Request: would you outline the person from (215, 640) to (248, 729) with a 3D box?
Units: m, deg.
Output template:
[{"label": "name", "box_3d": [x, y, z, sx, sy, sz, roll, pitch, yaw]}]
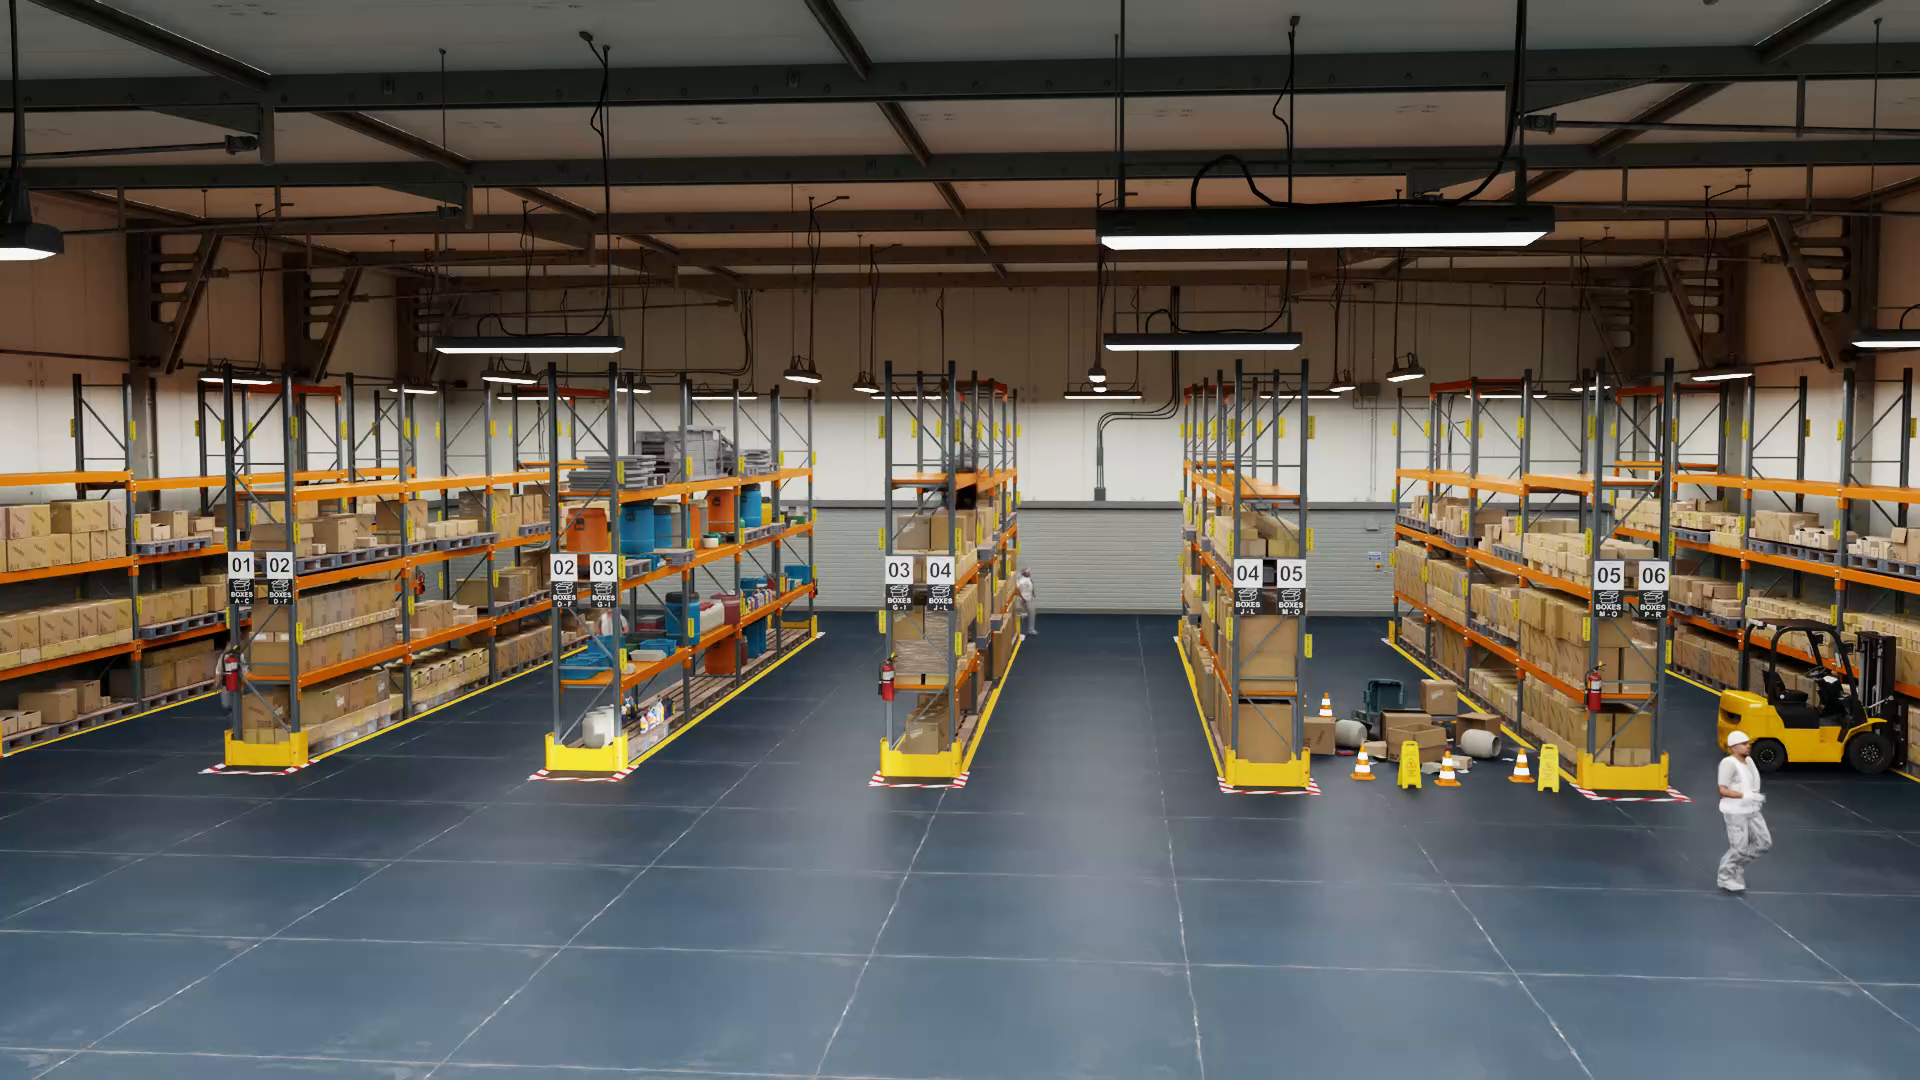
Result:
[{"label": "person", "box_3d": [-12.085, 2.425, 27.589, 0.522, 1.550, 0.577, -1, 4, -13]}]

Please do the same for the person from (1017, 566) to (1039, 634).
[{"label": "person", "box_3d": [1.613, 1.485, 41.119, 0.688, 1.680, 0.610, 1, 4, 21]}]

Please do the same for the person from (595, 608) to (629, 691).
[{"label": "person", "box_3d": [-6.739, 2.017, 32.142, 0.663, 1.748, 0.780, 0, 4, -2]}]

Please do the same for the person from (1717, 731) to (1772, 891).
[{"label": "person", "box_3d": [8.480, 2.937, 17.938, 0.665, 1.746, 0.614, -2, 4, -33]}]
